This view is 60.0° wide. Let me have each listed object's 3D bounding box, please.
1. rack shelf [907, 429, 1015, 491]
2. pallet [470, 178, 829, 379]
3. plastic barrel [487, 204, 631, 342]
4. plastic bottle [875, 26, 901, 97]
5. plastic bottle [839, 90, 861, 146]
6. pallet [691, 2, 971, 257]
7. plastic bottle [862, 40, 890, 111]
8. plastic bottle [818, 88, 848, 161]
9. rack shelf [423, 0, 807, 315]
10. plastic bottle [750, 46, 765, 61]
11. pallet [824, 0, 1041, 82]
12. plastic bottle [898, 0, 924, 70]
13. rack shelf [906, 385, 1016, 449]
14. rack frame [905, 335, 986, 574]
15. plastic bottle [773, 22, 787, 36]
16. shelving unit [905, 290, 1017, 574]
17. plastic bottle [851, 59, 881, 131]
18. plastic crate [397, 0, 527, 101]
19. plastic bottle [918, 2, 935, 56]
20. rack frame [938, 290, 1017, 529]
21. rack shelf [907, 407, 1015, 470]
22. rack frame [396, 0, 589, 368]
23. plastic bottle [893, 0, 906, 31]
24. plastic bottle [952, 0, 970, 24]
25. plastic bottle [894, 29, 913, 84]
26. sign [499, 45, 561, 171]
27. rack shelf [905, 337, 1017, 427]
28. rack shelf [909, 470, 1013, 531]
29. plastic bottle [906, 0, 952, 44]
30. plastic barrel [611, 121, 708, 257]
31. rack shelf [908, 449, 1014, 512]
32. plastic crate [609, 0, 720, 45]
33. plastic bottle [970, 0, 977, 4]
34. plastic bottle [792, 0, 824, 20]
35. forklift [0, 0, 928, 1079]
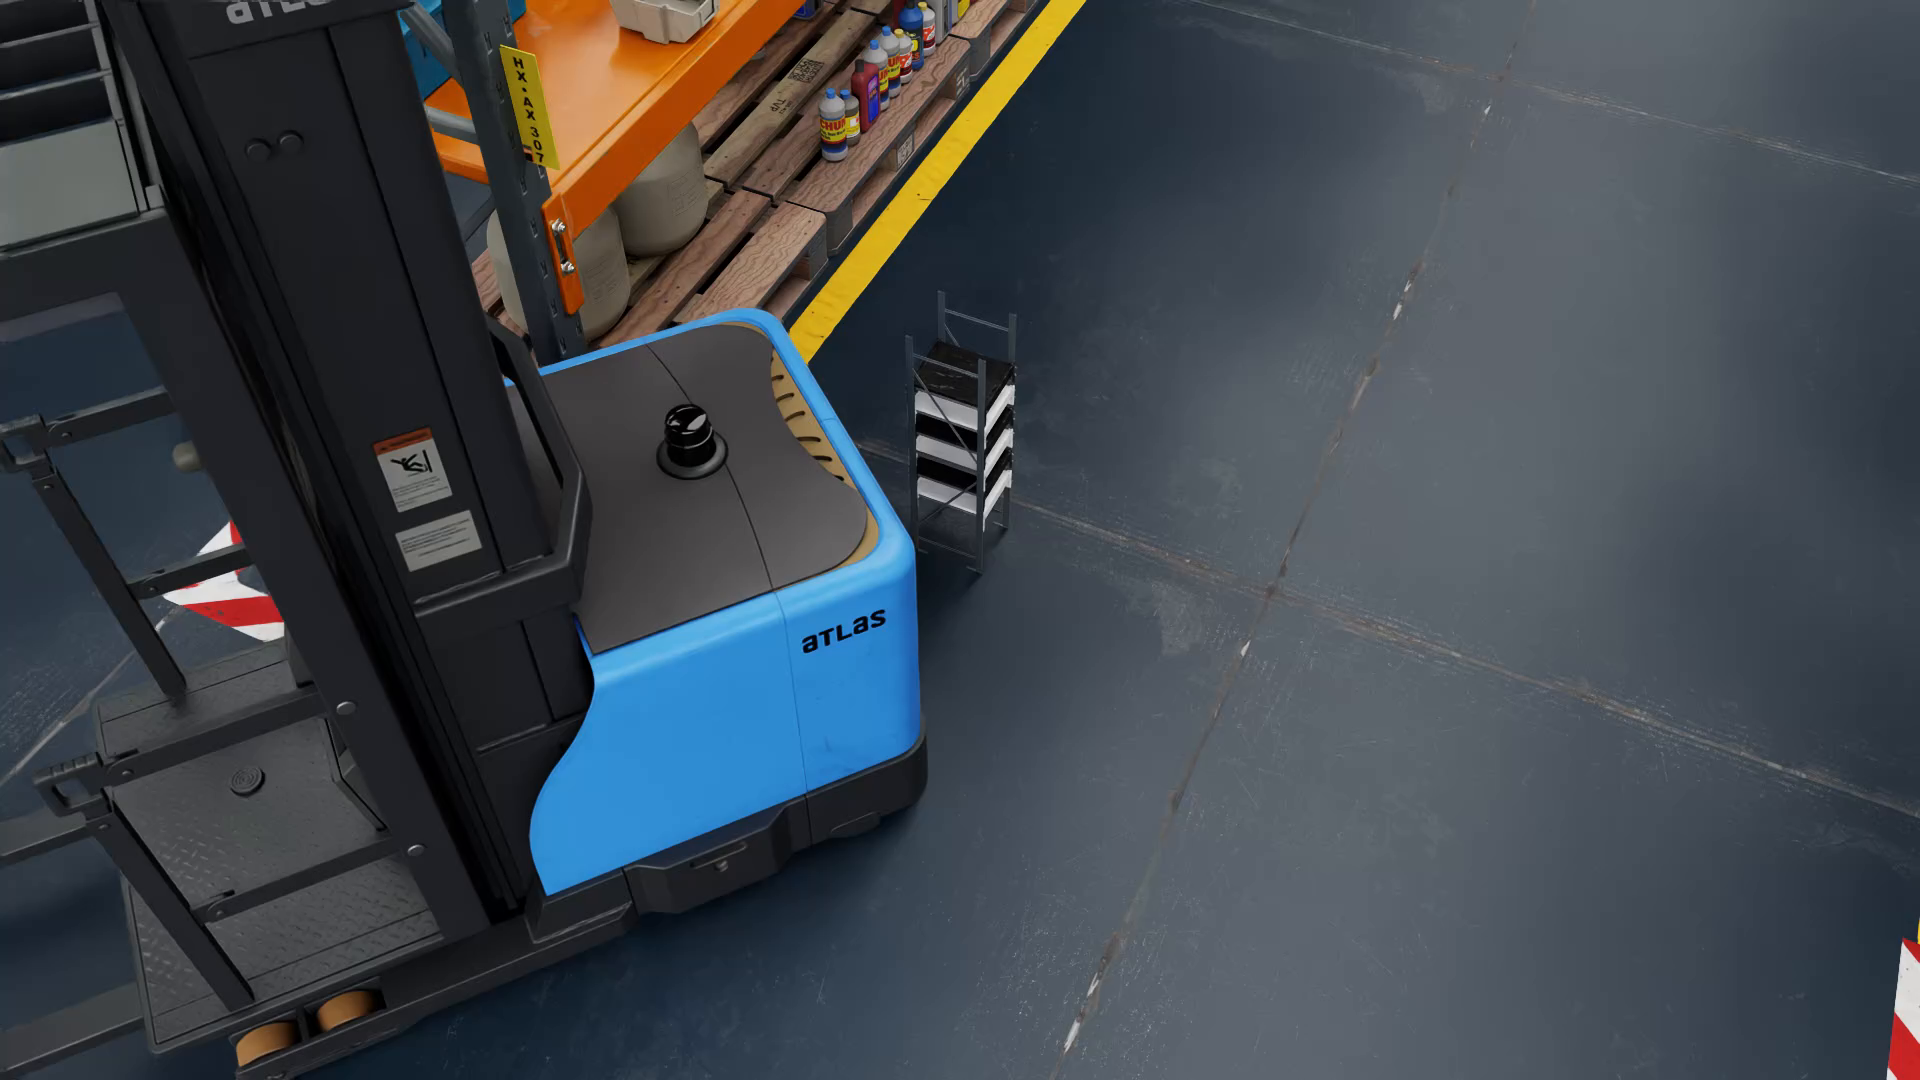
[{"bbox_3d":[0.003,-0.276,4.937,0.258,0.077,0.200,20,52,16],"label":"rack shelf"},{"bbox_3d":[-1.180,-0.843,5.829,1.003,0.211,1.213,20,52,16],"label":"pallet"},{"bbox_3d":[-1.310,-0.929,5.429,0.421,0.512,0.421,0,50,0],"label":"plastic barrel"},{"bbox_3d":[-0.276,-1.832,6.342,0.097,0.271,0.097,0,50,0],"label":"plastic bottle"},{"bbox_3d":[-0.421,-1.576,6.170,0.097,0.201,0.097,0,50,0],"label":"plastic bottle"},{"bbox_3d":[-0.657,-1.680,6.541,1.003,0.211,1.213,20,52,16],"label":"pallet"},{"bbox_3d":[-0.319,-1.763,6.283,0.097,0.271,0.097,0,50,0],"label":"plastic bottle"},{"bbox_3d":[-0.465,-1.527,6.082,0.097,0.271,0.097,0,50,0],"label":"plastic bottle"},{"bbox_3d":[-0.667,-2.266,5.681,1.077,0.370,4.000,20,52,16],"label":"rack shelf"},{"bbox_3d":[-0.821,-1.997,6.528,0.097,0.201,0.097,0,50,0],"label":"plastic bottle"},{"bbox_3d":[-0.138,-2.523,7.259,1.003,0.211,1.213,20,52,16],"label":"pallet"},{"bbox_3d":[-0.190,-1.971,6.461,0.097,0.271,0.097,0,50,0],"label":"plastic bottle"},{"bbox_3d":[0.003,-0.392,4.800,0.258,0.077,0.200,20,52,16],"label":"rack shelf"},{"bbox_3d":[-0.040,-0.227,4.852,0.240,0.900,0.006,20,52,16],"label":"rack frame"},{"bbox_3d":[-0.747,-2.131,6.642,0.097,0.201,0.097,0,50,0],"label":"plastic bottle"},{"bbox_3d":[0.003,-0.297,4.912,0.258,0.900,0.210,20,52,16],"label":"shelving unit"},{"bbox_3d":[-0.352,-1.681,6.205,0.061,0.283,0.133,21,53,17],"label":"plastic bottle"},{"bbox_3d":[-1.578,-1.515,4.668,0.499,0.251,0.616,20,52,16],"label":"plastic crate"},{"bbox_3d":[-0.146,-2.019,6.547,0.097,0.201,0.097,0,50,0],"label":"plastic bottle"},{"bbox_3d":[0.047,-0.367,4.972,0.240,0.900,0.006,20,52,16],"label":"rack frame"},{"bbox_3d":[0.003,-0.334,4.869,0.258,0.077,0.200,20,52,16],"label":"rack shelf"},{"bbox_3d":[-1.522,-1.122,4.235,1.000,3.000,0.127,20,52,16],"label":"rack frame"},{"bbox_3d":[-0.217,-2.170,6.622,0.061,0.283,0.133,20,52,16],"label":"plastic bottle"},{"bbox_3d":[-0.047,-2.268,6.661,0.144,0.351,0.185,19,52,16],"label":"plastic bottle"},{"bbox_3d":[-0.234,-1.877,6.427,0.097,0.201,0.097,0,50,0],"label":"plastic bottle"},{"bbox_3d":[-1.026,-1.029,3.975,0.100,0.325,0.005,20,52,16],"label":"sign"},{"bbox_3d":[0.003,-0.451,4.732,0.258,0.077,0.200,20,52,16],"label":"rack shelf"},{"bbox_3d":[0.003,-0.159,5.075,0.258,0.077,0.200,20,52,16],"label":"rack shelf"},{"bbox_3d":[-0.120,-2.133,6.595,0.152,0.276,0.135,21,53,17],"label":"plastic bottle"},{"bbox_3d":[-1.096,-1.275,5.723,0.421,0.512,0.421,0,50,0],"label":"plastic barrel"},{"bbox_3d":[0.003,-0.217,5.006,0.258,0.077,0.200,20,52,16],"label":"rack shelf"},{"bbox_3d":[-0.849,-1.548,4.770,0.298,0.136,0.250,20,52,16],"label":"plastic crate"},{"bbox_3d":[0.059,-2.343,6.769,0.061,0.283,0.133,23,53,18],"label":"plastic bottle"},{"bbox_3d":[-0.651,-2.261,6.704,0.152,0.276,0.135,20,52,16],"label":"plastic bottle"},{"bbox_3d":[-1.647,-0.073,3.388,3.031,2.935,1.130,-20,52,-16],"label":"forklift"}]
